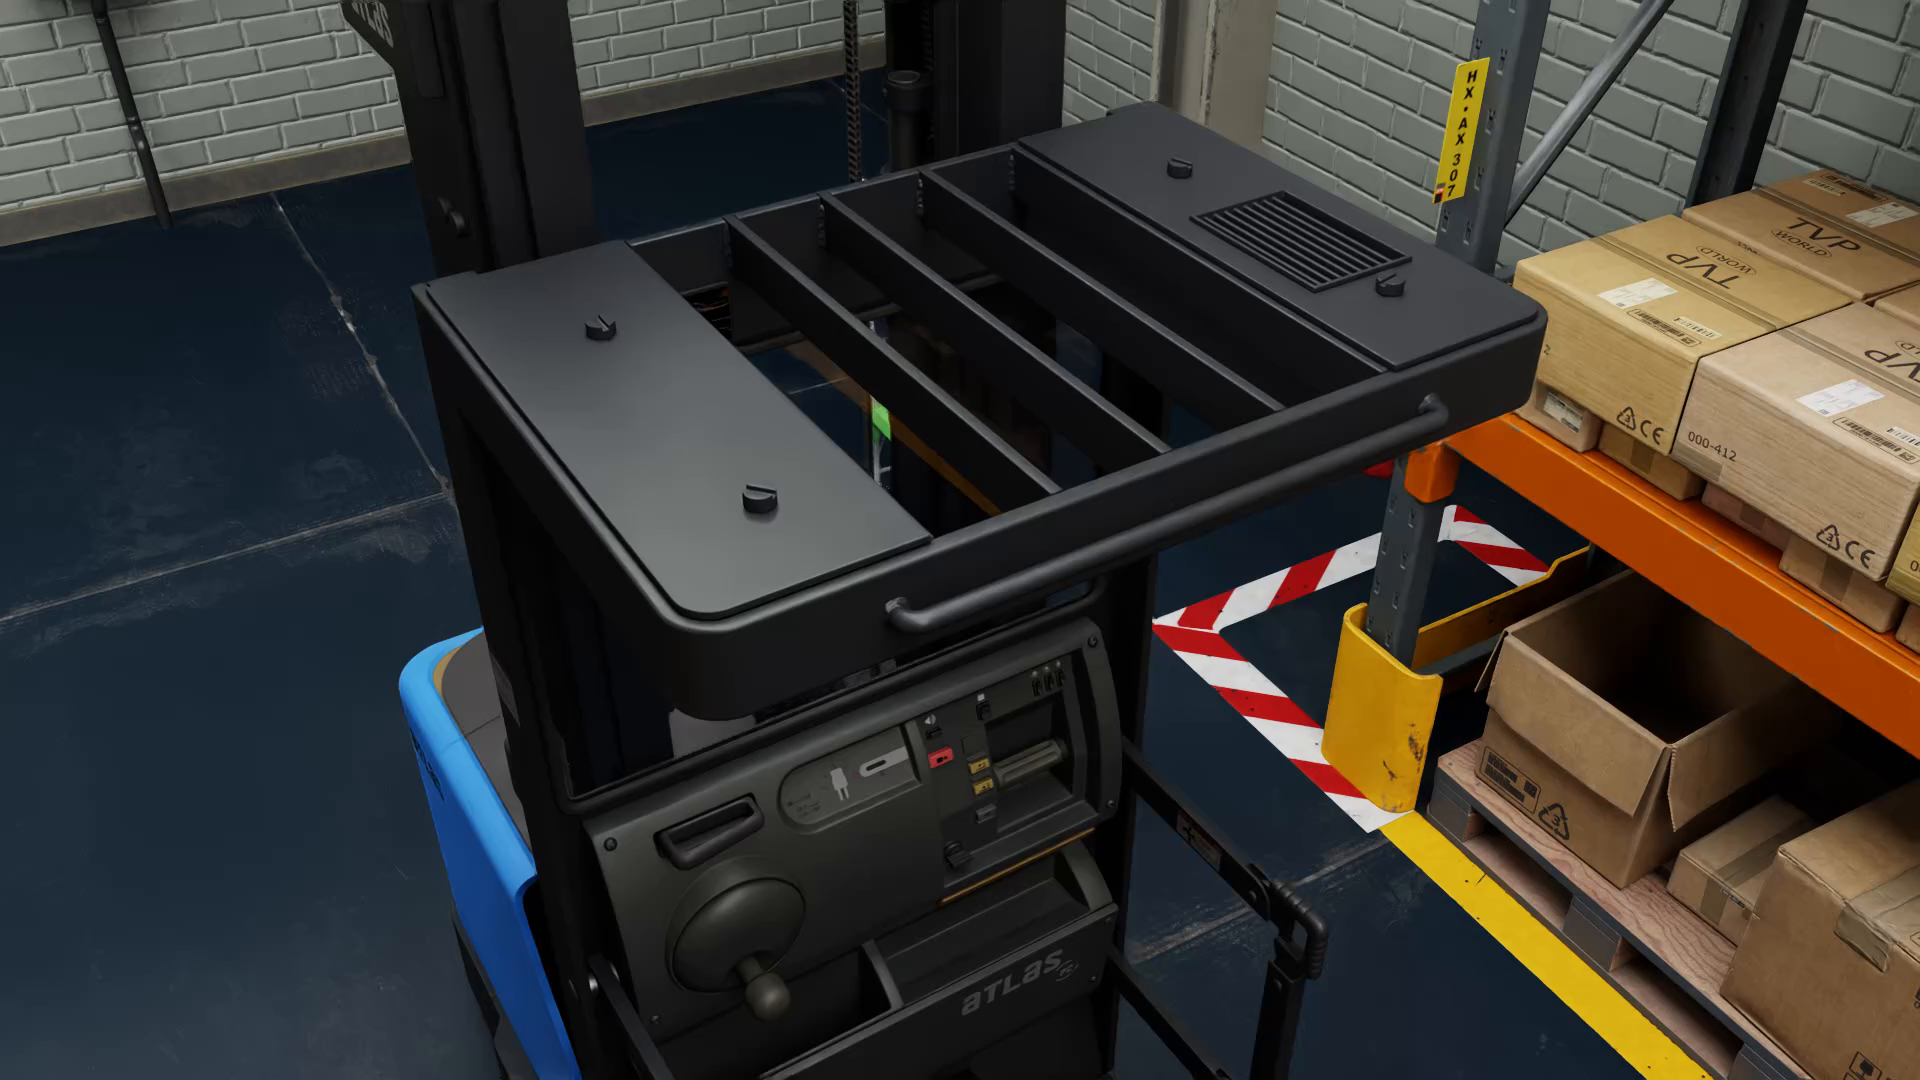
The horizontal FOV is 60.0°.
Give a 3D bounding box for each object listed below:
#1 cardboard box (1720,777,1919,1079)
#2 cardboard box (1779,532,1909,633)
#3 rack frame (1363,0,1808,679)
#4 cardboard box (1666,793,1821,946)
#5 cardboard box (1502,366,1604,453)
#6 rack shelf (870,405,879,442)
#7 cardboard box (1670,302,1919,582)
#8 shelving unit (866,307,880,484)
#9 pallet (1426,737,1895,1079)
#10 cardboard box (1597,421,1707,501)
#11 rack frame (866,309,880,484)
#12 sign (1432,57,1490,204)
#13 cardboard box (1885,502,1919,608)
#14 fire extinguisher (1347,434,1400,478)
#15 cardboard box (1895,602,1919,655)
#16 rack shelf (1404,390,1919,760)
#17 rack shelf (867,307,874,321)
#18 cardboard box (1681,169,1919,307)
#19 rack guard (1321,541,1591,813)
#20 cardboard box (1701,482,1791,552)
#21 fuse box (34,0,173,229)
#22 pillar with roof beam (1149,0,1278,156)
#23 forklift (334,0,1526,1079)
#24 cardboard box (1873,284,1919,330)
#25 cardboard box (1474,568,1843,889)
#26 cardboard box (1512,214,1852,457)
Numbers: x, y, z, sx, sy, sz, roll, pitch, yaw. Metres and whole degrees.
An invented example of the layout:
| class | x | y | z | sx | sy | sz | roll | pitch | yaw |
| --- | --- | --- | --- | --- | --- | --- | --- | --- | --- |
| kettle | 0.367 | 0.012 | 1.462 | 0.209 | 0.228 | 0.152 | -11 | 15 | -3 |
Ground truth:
| class | x | y | z | sx | sy | sz | roll | pitch | yaw |
| --- | --- | --- | --- | --- | --- | --- | --- | --- | --- |
| cardboard box | 2.214 | 0.903 | 3.734 | 0.700 | 0.500 | 0.500 | -17 | 40 | -22 |
| cardboard box | 1.924 | 0.012 | 3.403 | 0.380 | 0.149 | 0.250 | -18 | 40 | -23 |
| rack frame | 1.593 | -0.725 | 4.199 | 1.000 | 3.000 | 0.127 | -19 | 40 | -24 |
| cardboard box | 1.998 | 0.825 | 4.138 | 0.380 | 0.149 | 0.250 | -21 | 41 | -26 |
| cardboard box | 1.520 | -0.374 | 3.932 | 0.380 | 0.149 | 0.250 | -19 | 40 | -24 |
| rack shelf | -0.083 | -0.324 | 5.691 | 0.258 | 0.148 | 0.480 | -19 | 40 | -24 |
| cardboard box | 1.841 | -0.216 | 3.377 | 0.500 | 0.250 | 0.500 | -18 | 40 | -23 |
| shelving unit | -0.083 | -0.569 | 5.512 | 0.258 | 1.200 | 0.503 | -19 | 40 | -24 |
| pallet | 2.032 | 0.847 | 4.412 | 1.003 | 0.211 | 1.213 | -19 | 40 | -24 |
| cardboard box | 1.688 | -0.258 | 3.773 | 0.380 | 0.149 | 0.250 | -18 | 40 | -23 |
| rack frame | -0.206 | -0.693 | 5.682 | 0.240 | 1.200 | 0.015 | -19 | 40 | -24 |
| sign | 1.123 | -0.913 | 3.723 | 0.100 | 0.325 | 0.005 | -19 | 40 | -24 |
| cardboard box | 2.099 | 0.042 | 3.025 | 0.500 | 0.250 | 0.500 | -20 | 41 | -25 |
| fire extinguisher | 1.119 | -0.481 | 4.247 | 0.296 | 0.674 | 0.183 | -19 | 40 | -24 |
| cardboard box | 2.063 | 0.146 | 3.220 | 0.380 | 0.149 | 0.250 | -18 | 40 | -23 |
| rack shelf | 2.597 | 0.586 | 3.015 | 1.077 | 0.370 | 4.000 | -19 | 40 | -24 |
| rack shelf | -0.083 | -0.711 | 5.408 | 0.258 | 0.148 | 0.480 | -19 | 40 | -24 |
| cardboard box | 2.053 | -0.628 | 3.942 | 0.500 | 0.250 | 0.500 | -18 | 40 | -23 |
| rack guard | 1.631 | 0.324 | 4.883 | 1.175 | 0.500 | 0.348 | -19 | 40 | -24 |
| cardboard box | 1.850 | -0.135 | 3.604 | 0.380 | 0.149 | 0.250 | -19 | 40 | -25 |
| fuse box | -3.661 | -2.148 | 7.241 | 0.539 | 1.711 | 0.414 | -19 | 40 | -24 |
| pillar with roof beam | -2.705 | -3.514 | 2.931 | 9.100 | 9.000 | 0.400 | -19 | 40 | -24 |
| forklift | -0.036 | 0.499 | 2.582 | 1.130 | 2.935 | 3.031 | -20 | 41 | -25 |
| cardboard box | 2.311 | -0.365 | 3.581 | 0.500 | 0.250 | 0.500 | -19 | 40 | -24 |
| cardboard box | 1.818 | 0.454 | 4.346 | 0.797 | 0.503 | 0.637 | -21 | 41 | -26 |
| cardboard box | 1.588 | -0.473 | 3.729 | 0.500 | 0.250 | 0.500 | -19 | 40 | -24 |
